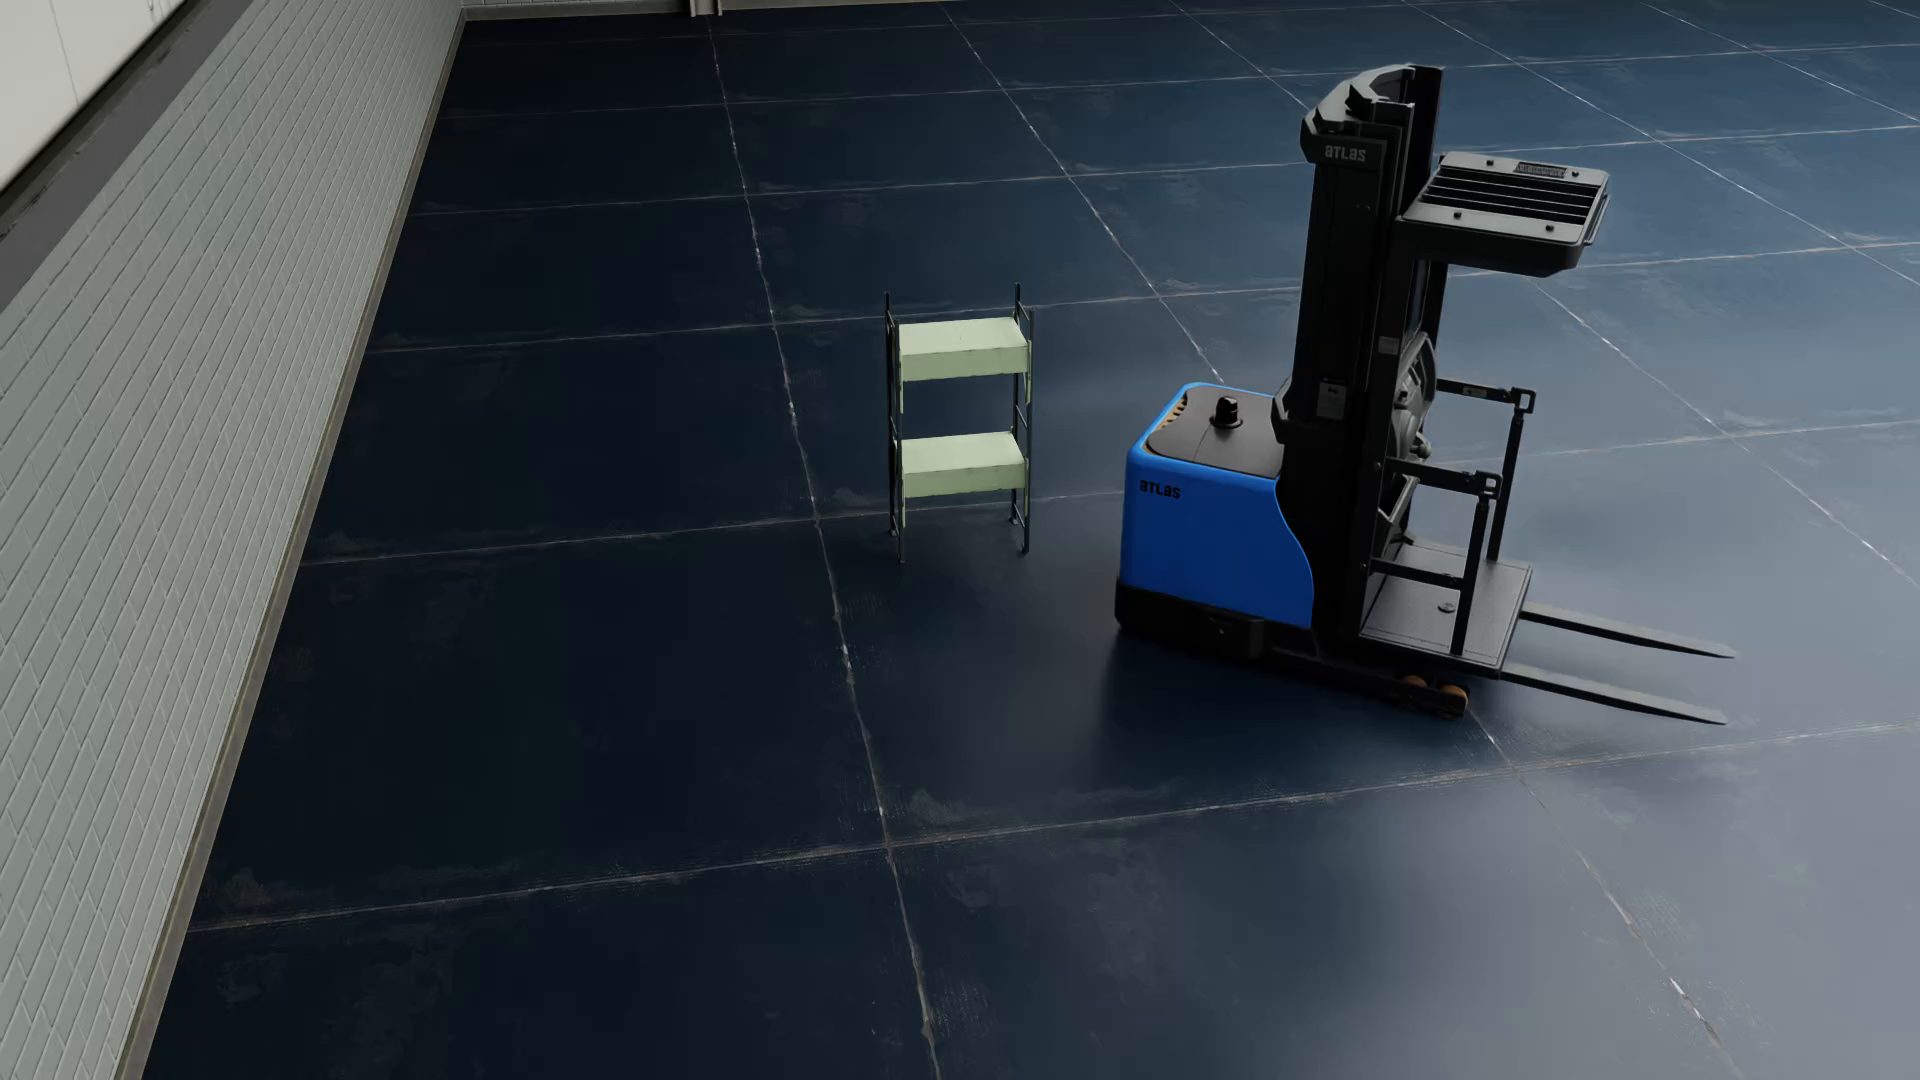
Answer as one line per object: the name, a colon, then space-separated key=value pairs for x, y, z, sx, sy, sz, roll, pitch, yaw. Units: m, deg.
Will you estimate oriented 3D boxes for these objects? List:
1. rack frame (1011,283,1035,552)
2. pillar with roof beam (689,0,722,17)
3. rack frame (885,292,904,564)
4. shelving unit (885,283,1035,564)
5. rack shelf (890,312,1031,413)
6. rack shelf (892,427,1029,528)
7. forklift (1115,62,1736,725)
rack frame: x=0.353 y=-0.679 z=9.426 sx=0.023 sy=1.500 sz=0.400 roll=-5 pitch=31 yaw=-9
pillar with roof beam: x=-2.456 y=-8.433 z=15.214 sx=0.400 sy=9.000 sz=9.100 roll=-5 pitch=31 yaw=-9
rack frame: x=-0.367 y=-0.612 z=9.312 sx=0.023 sy=1.500 sz=0.400 roll=-5 pitch=31 yaw=-9
shelving unit: x=-0.007 y=-0.646 z=9.369 sx=0.755 sy=1.500 sz=0.431 roll=-5 pitch=31 yaw=-9
rack shelf: x=-0.007 y=-0.982 z=9.171 sx=0.720 sy=0.370 sz=0.431 roll=-5 pitch=31 yaw=-9
rack shelf: x=-0.007 y=-0.365 z=9.534 sx=0.720 sy=0.370 sz=0.431 roll=-5 pitch=31 yaw=-9
forklift: x=2.388 y=-0.684 z=8.022 sx=3.031 sy=2.935 sz=1.130 roll=13 pitch=33 yaw=21
